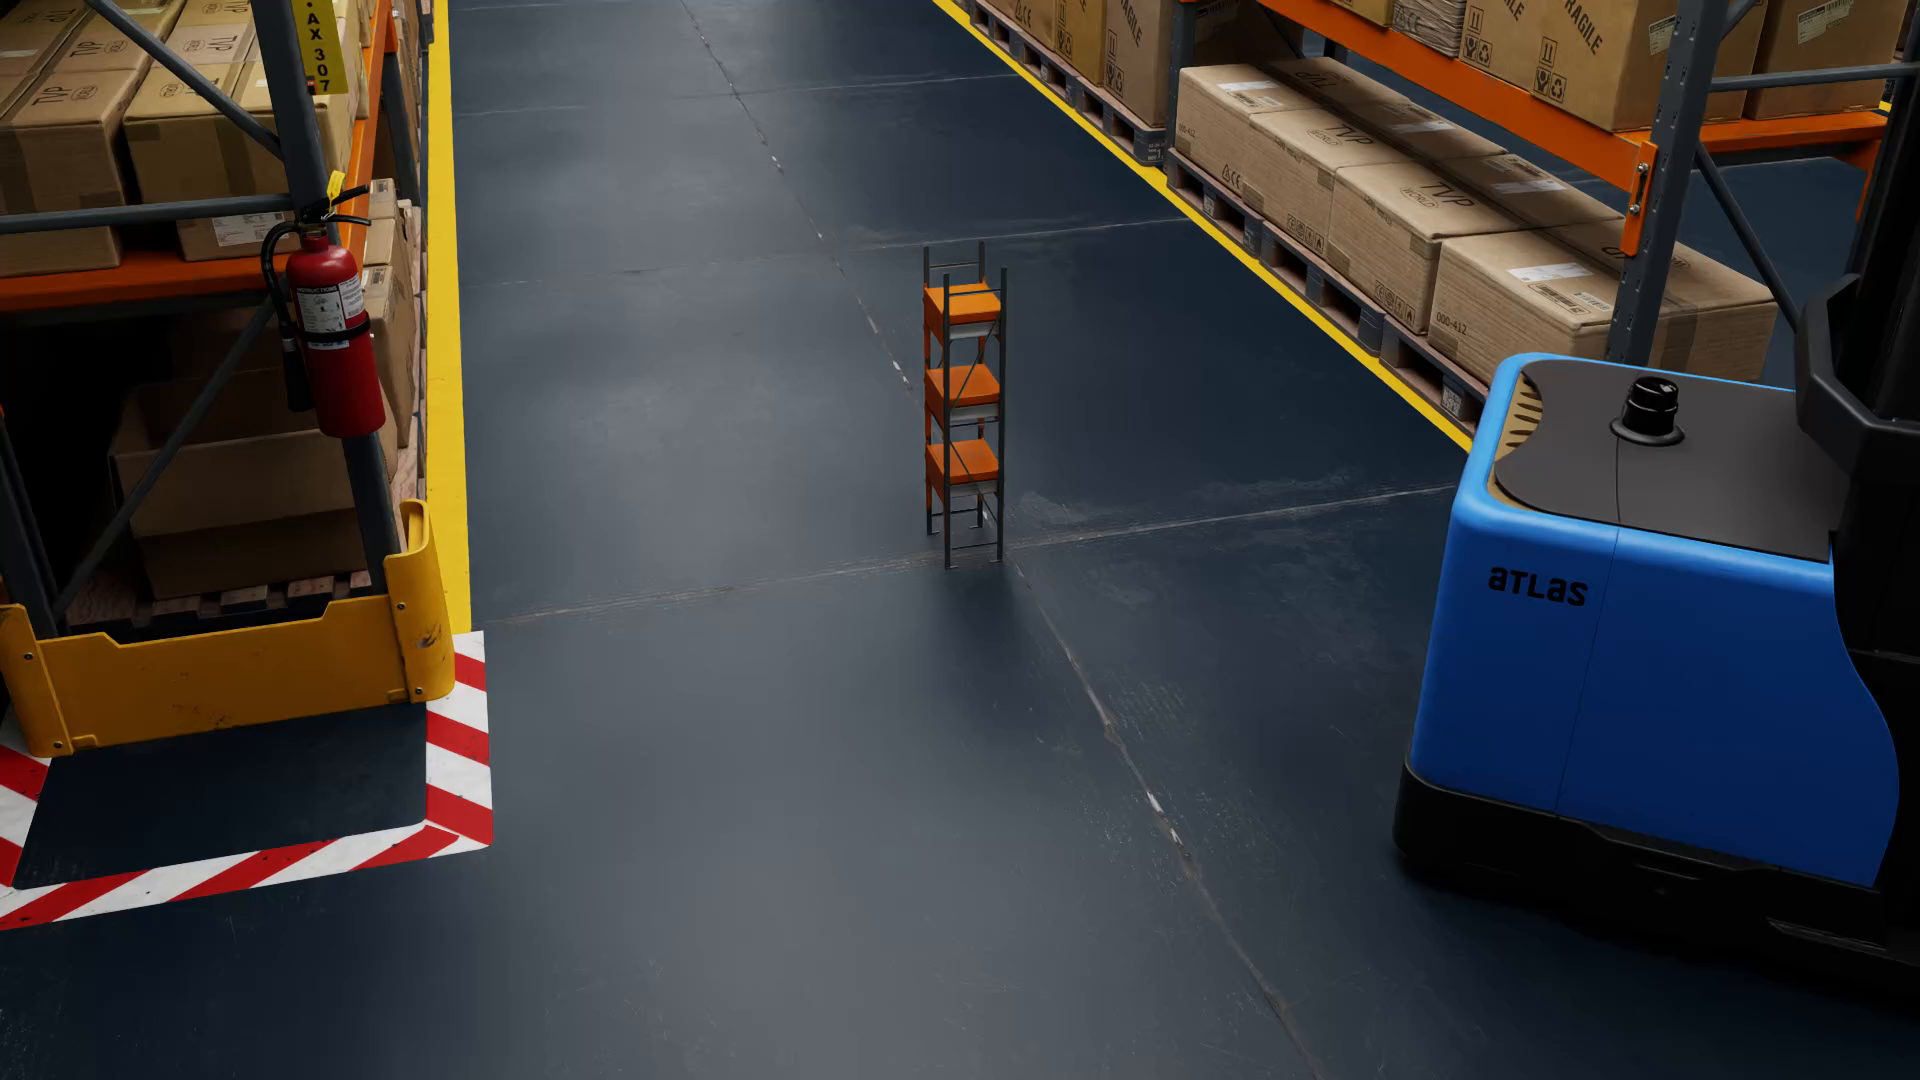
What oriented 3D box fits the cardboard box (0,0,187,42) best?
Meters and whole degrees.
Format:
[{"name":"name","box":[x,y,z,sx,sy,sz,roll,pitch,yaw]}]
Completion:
[{"name":"cardboard box","box":[-2.732,-1.539,5.268,0.500,0.250,0.500,-7,31,-12]}]

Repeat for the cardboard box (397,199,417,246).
[{"name":"cardboard box","box":[-2.722,-1.449,7.686,0.380,0.149,0.250,-9,31,-15]}]

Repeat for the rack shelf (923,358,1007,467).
[{"name":"rack shelf","box":[0.014,-0.419,5.448,0.215,0.259,0.240,-8,31,-13]}]

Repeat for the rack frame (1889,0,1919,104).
[{"name":"rack frame","box":[6.378,-4.100,9.839,1.000,3.000,0.127,-8,31,-13]}]

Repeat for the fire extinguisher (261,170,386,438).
[{"name":"fire extinguisher","box":[-1.606,-0.595,4.233,0.296,0.674,0.183,-8,31,-13]}]

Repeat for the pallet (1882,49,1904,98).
[{"name":"pallet","box":[6.170,-3.269,11.187,1.003,0.211,1.213,-8,31,-13]}]

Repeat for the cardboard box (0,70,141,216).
[{"name":"cardboard box","box":[-2.469,-1.050,4.423,0.500,0.250,0.500,-7,31,-12]}]

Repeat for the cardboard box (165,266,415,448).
[{"name":"cardboard box","box":[-2.351,-0.625,5.912,0.700,0.500,0.500,-7,31,-11]}]

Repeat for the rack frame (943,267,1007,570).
[{"name":"rack frame","box":[0.047,-0.370,5.341,0.200,1.050,0.008,-8,31,-13]}]

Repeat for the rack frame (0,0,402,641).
[{"name":"rack frame","box":[-2.091,-0.799,4.137,1.000,3.000,0.127,-8,31,-13]}]

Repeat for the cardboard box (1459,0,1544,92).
[{"name":"cardboard box","box":[2.192,-1.947,6.019,0.500,0.500,0.500,-8,31,-14]}]

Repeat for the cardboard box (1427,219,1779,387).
[{"name":"cardboard box","box":[2.422,-0.839,6.344,0.875,0.438,0.875,-9,31,-15]}]

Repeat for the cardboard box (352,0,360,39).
[{"name":"cardboard box","box":[-2.380,-1.850,5.805,0.500,0.250,0.500,-9,31,-15]}]

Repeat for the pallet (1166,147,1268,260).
[{"name":"pallet","box":[1.758,-1.809,8.664,1.003,0.211,1.213,-8,31,-13]}]

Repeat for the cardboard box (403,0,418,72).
[{"name":"cardboard box","box":[-3.631,-3.092,10.174,0.500,0.500,0.500,-7,31,-11]}]

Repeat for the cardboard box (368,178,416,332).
[{"name":"cardboard box","box":[-2.627,-1.127,6.778,0.700,0.500,0.500,-9,31,-15]}]

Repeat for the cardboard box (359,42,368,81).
[{"name":"cardboard box","box":[-2.297,-1.639,5.838,0.380,0.149,0.250,-7,31,-12]}]

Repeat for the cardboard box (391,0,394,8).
[{"name":"cardboard box","box":[-3.514,-3.195,9.704,0.380,0.149,0.250,-9,31,-16]}]

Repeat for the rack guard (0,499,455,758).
[{"name":"rack guard","box":[-2.111,0.246,4.826,1.175,0.500,0.348,-8,31,-13]}]

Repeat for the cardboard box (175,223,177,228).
[{"name":"cardboard box","box":[-2.026,-1.003,4.739,0.380,0.149,0.250,-7,31,-12]}]

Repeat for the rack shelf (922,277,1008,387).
[{"name":"rack shelf","box":[0.014,-0.665,5.306,0.215,0.259,0.240,-8,31,-13]}]

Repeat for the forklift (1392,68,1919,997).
[{"name":"forklift","box":[2.680,-0.361,3.448,3.031,2.935,1.130,12,32,19]}]

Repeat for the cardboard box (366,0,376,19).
[{"name":"cardboard box","box":[-2.642,-2.257,6.906,0.380,0.149,0.250,-7,31,-12]}]

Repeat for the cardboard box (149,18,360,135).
[{"name":"cardboard box","box":[-2.086,-1.362,4.961,0.500,0.250,0.500,-8,31,-13]}]

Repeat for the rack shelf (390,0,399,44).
[{"name":"rack shelf","box":[-3.684,-3.386,9.324,1.077,0.370,4.000,-8,31,-13]}]

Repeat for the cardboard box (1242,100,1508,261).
[{"name":"cardboard box","box":[1.933,-1.716,7.859,0.875,0.438,0.875,-9,31,-15]}]

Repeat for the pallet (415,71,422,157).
[{"name":"pallet","box":[-3.732,-2.503,9.863,1.003,0.211,1.213,-8,31,-13]}]

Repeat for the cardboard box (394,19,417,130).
[{"name":"cardboard box","box":[-3.343,-2.592,9.310,0.500,0.500,0.500,-9,31,-15]}]

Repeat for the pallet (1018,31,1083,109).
[{"name":"pallet","box":[1.027,-3.139,10.963,1.003,0.211,1.213,-8,31,-13]}]

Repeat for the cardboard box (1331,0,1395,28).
[{"name":"cardboard box","box":[1.896,-2.441,6.874,0.500,0.500,0.500,-7,31,-12]}]

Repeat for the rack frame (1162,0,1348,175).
[{"name":"rack frame","box":[1.632,-3.393,8.618,1.000,3.000,0.127,-8,31,-13]}]

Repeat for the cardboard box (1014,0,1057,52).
[{"name":"cardboard box","box":[0.906,-3.811,11.042,0.875,0.875,0.875,-7,31,-13]}]

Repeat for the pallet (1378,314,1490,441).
[{"name":"pallet","box":[2.406,-0.630,6.628,1.003,0.211,1.213,-8,31,-13]}]

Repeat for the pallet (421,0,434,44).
[{"name":"pallet","box":[-4.395,-3.859,12.207,1.003,0.211,1.213,-8,31,-13]}]

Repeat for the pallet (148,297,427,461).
[{"name":"pallet","box":[-2.644,-0.602,6.580,1.003,0.211,1.213,-8,31,-13]}]

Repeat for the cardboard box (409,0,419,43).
[{"name":"cardboard box","box":[-3.895,-3.587,11.030,0.500,0.500,0.500,-7,31,-12]}]

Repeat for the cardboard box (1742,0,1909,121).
[{"name":"cardboard box","box":[2.843,-1.774,5.722,0.500,0.500,0.500,-8,31,-14]}]

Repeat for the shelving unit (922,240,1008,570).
[{"name":"shelving unit","box":[0.014,-0.429,5.442,0.215,1.050,0.252,-8,31,-13]}]

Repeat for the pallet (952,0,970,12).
[{"name":"pallet","box":[0.364,-4.496,13.307,1.003,0.211,1.213,-8,31,-13]}]

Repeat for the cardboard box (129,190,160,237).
[{"name":"cardboard box","box":[-2.446,-0.946,4.640,0.380,0.149,0.250,-7,31,-12]}]

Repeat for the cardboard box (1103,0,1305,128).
[{"name":"cardboard box","box":[1.390,-2.944,9.544,0.875,0.875,0.875,-7,31,-12]}]

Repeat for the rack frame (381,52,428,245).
[{"name":"rack frame","box":[-3.153,-2.731,7.474,1.000,3.000,0.127,-8,31,-13]}]

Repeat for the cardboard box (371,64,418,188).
[{"name":"cardboard box","box":[-3.064,-2.095,8.451,0.500,0.500,0.500,-7,31,-11]}]
